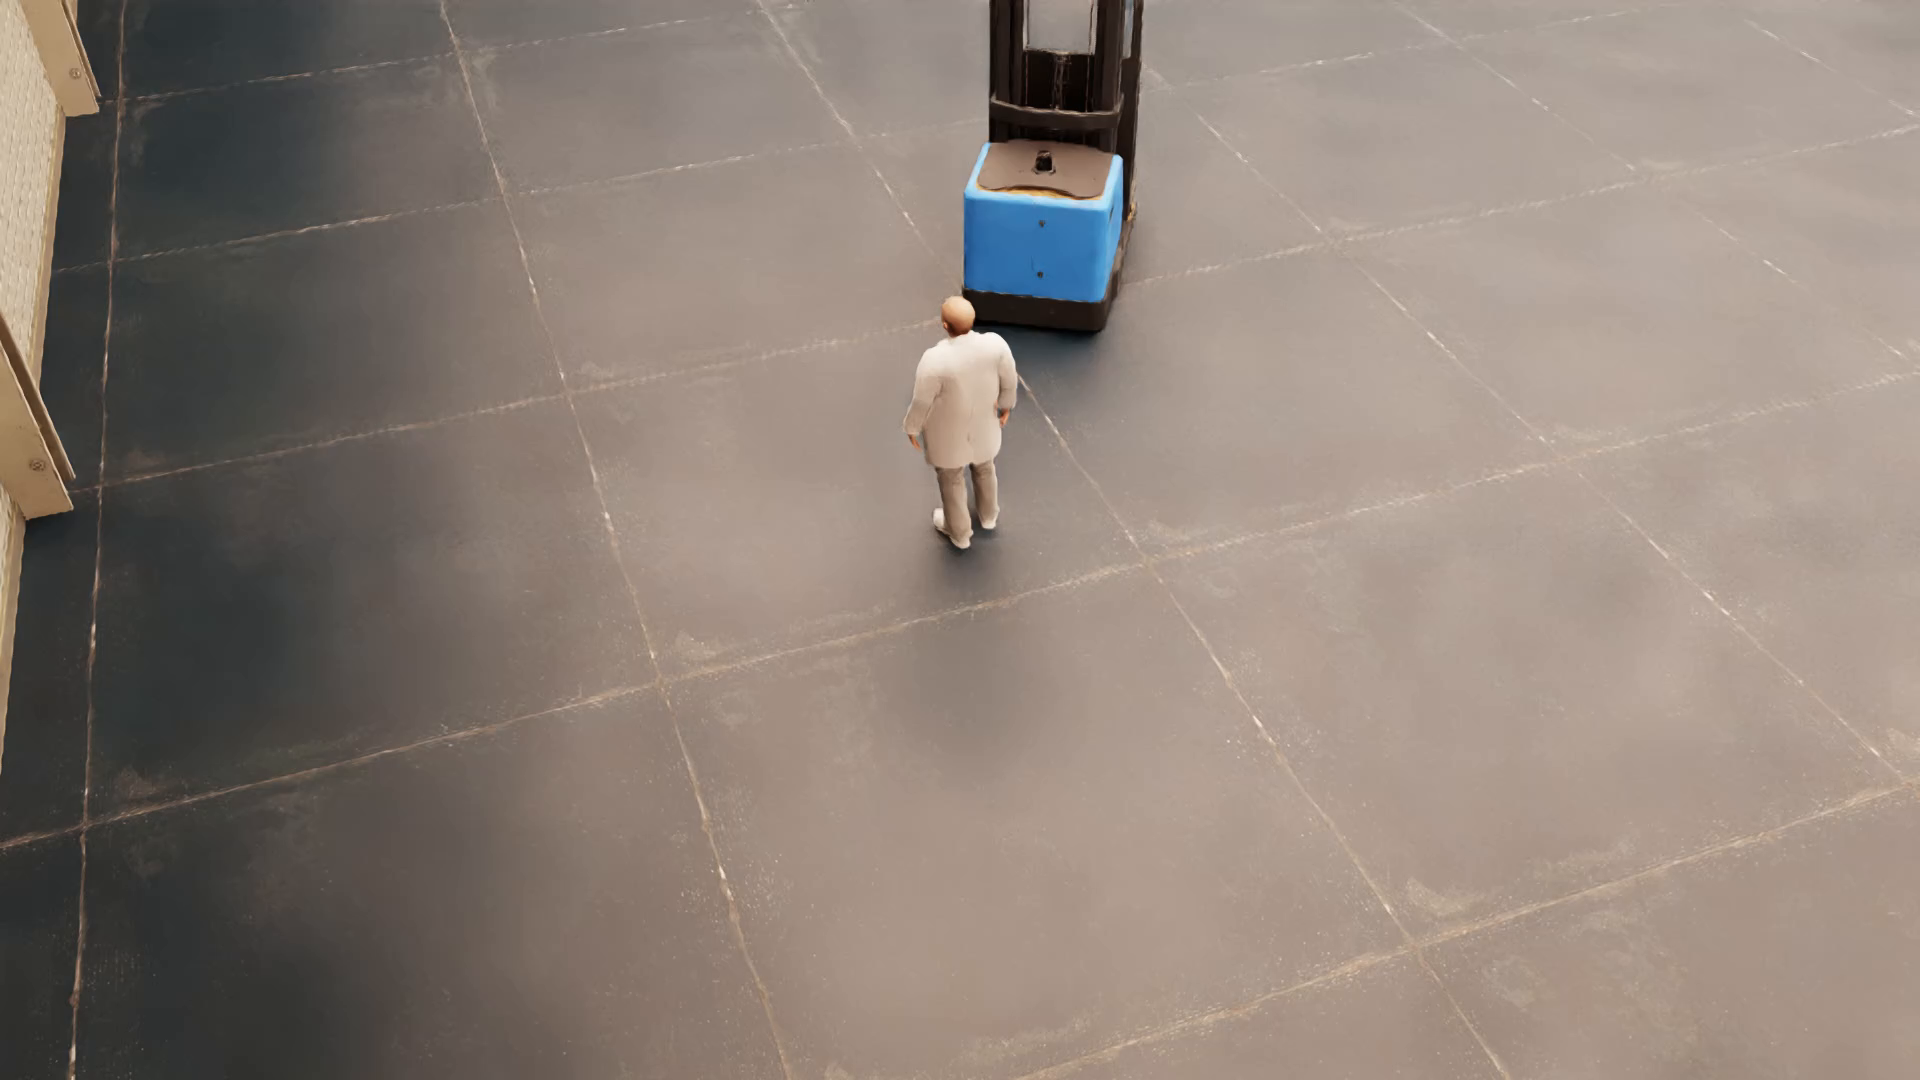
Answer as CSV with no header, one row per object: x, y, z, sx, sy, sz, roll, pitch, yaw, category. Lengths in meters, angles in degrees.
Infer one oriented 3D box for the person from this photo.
-0.027,-0.742,9.766,0.694,1.776,0.579,-13,42,-15,person

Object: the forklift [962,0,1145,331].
0.806,-3.575,12.255,1.130,2.935,3.031,7,41,9,forklift
